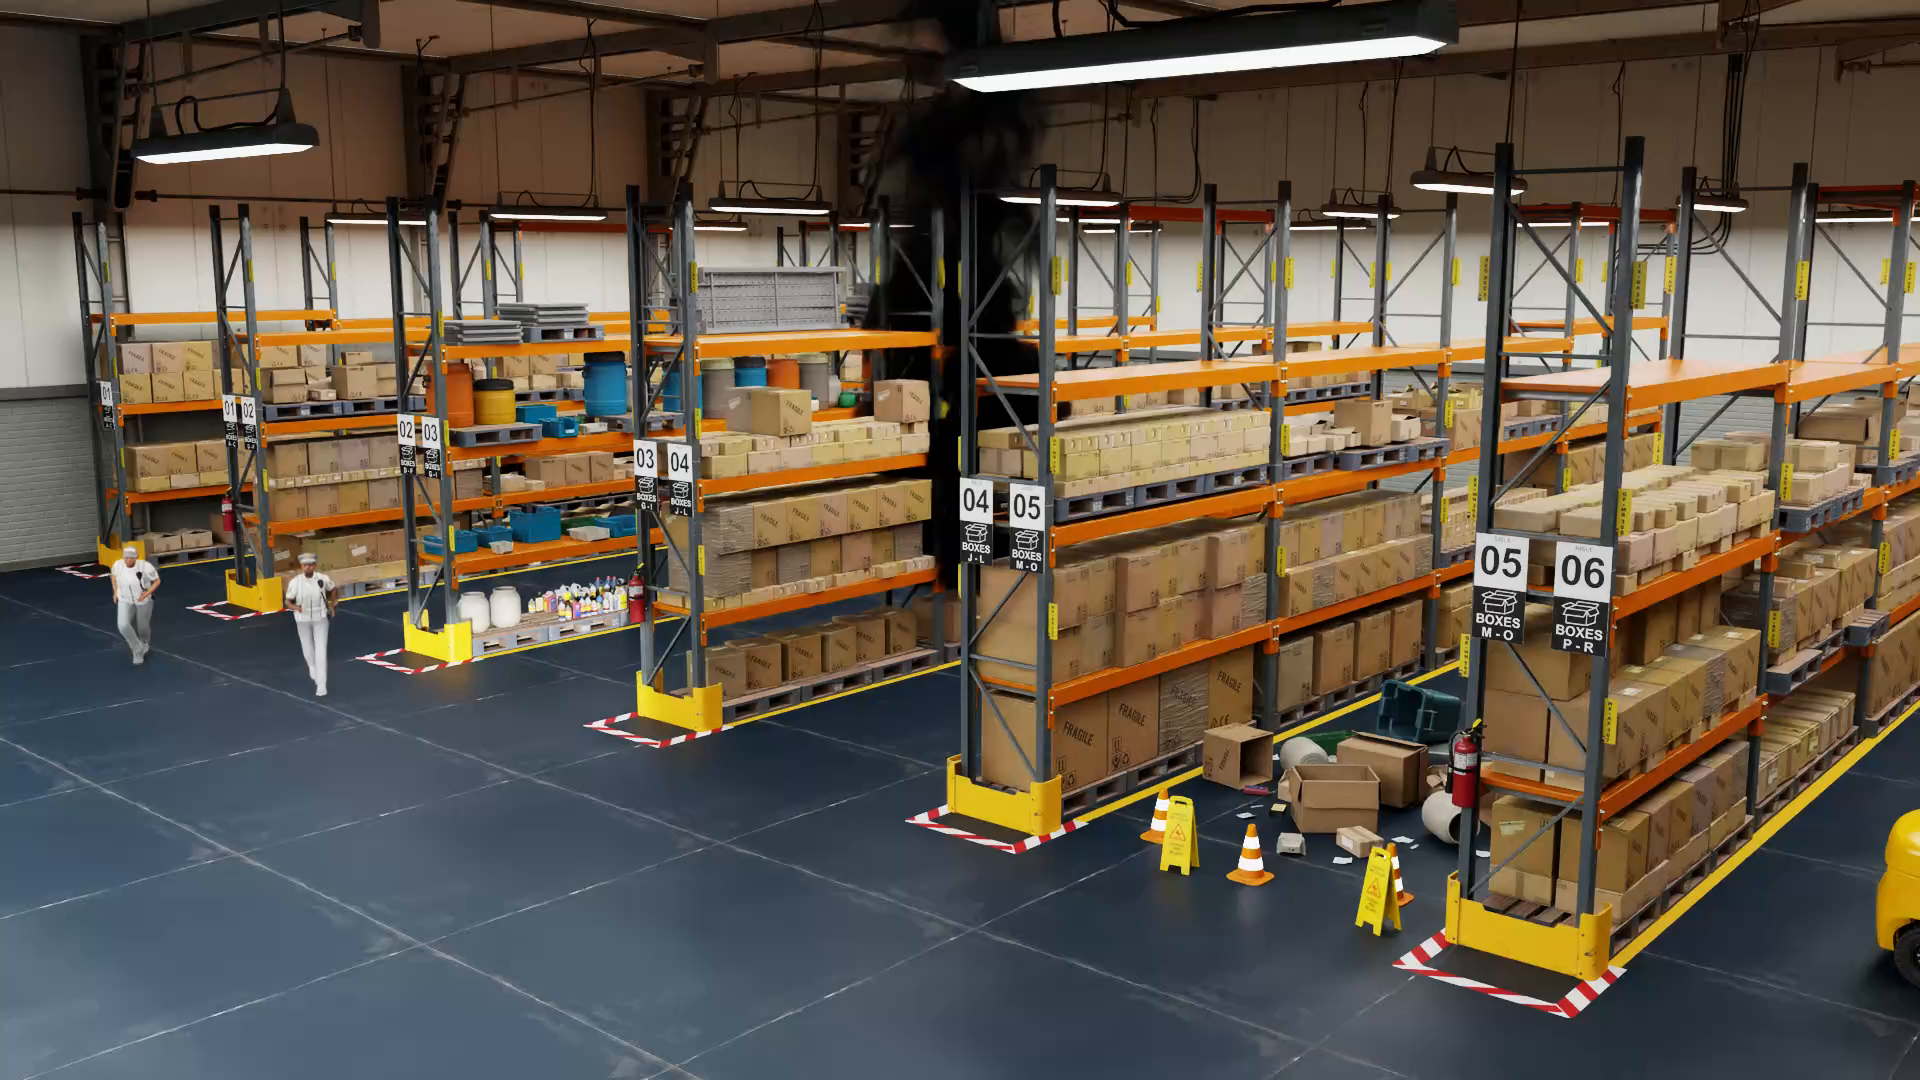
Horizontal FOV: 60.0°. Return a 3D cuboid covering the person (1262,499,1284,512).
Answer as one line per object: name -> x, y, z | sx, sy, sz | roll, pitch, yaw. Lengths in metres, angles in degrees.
person -> 4.744, 0.156, 24.983 | 0.714, 1.626, 1.028 | 6, 11, 33

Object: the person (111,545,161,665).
person -> -10.768, 0.824, 21.796 | 0.610, 1.616, 0.895 | -3, 10, -16

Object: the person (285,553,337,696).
person -> -7.858, 0.974, 20.180 | 0.594, 1.684, 0.947 | -3, 10, -19
